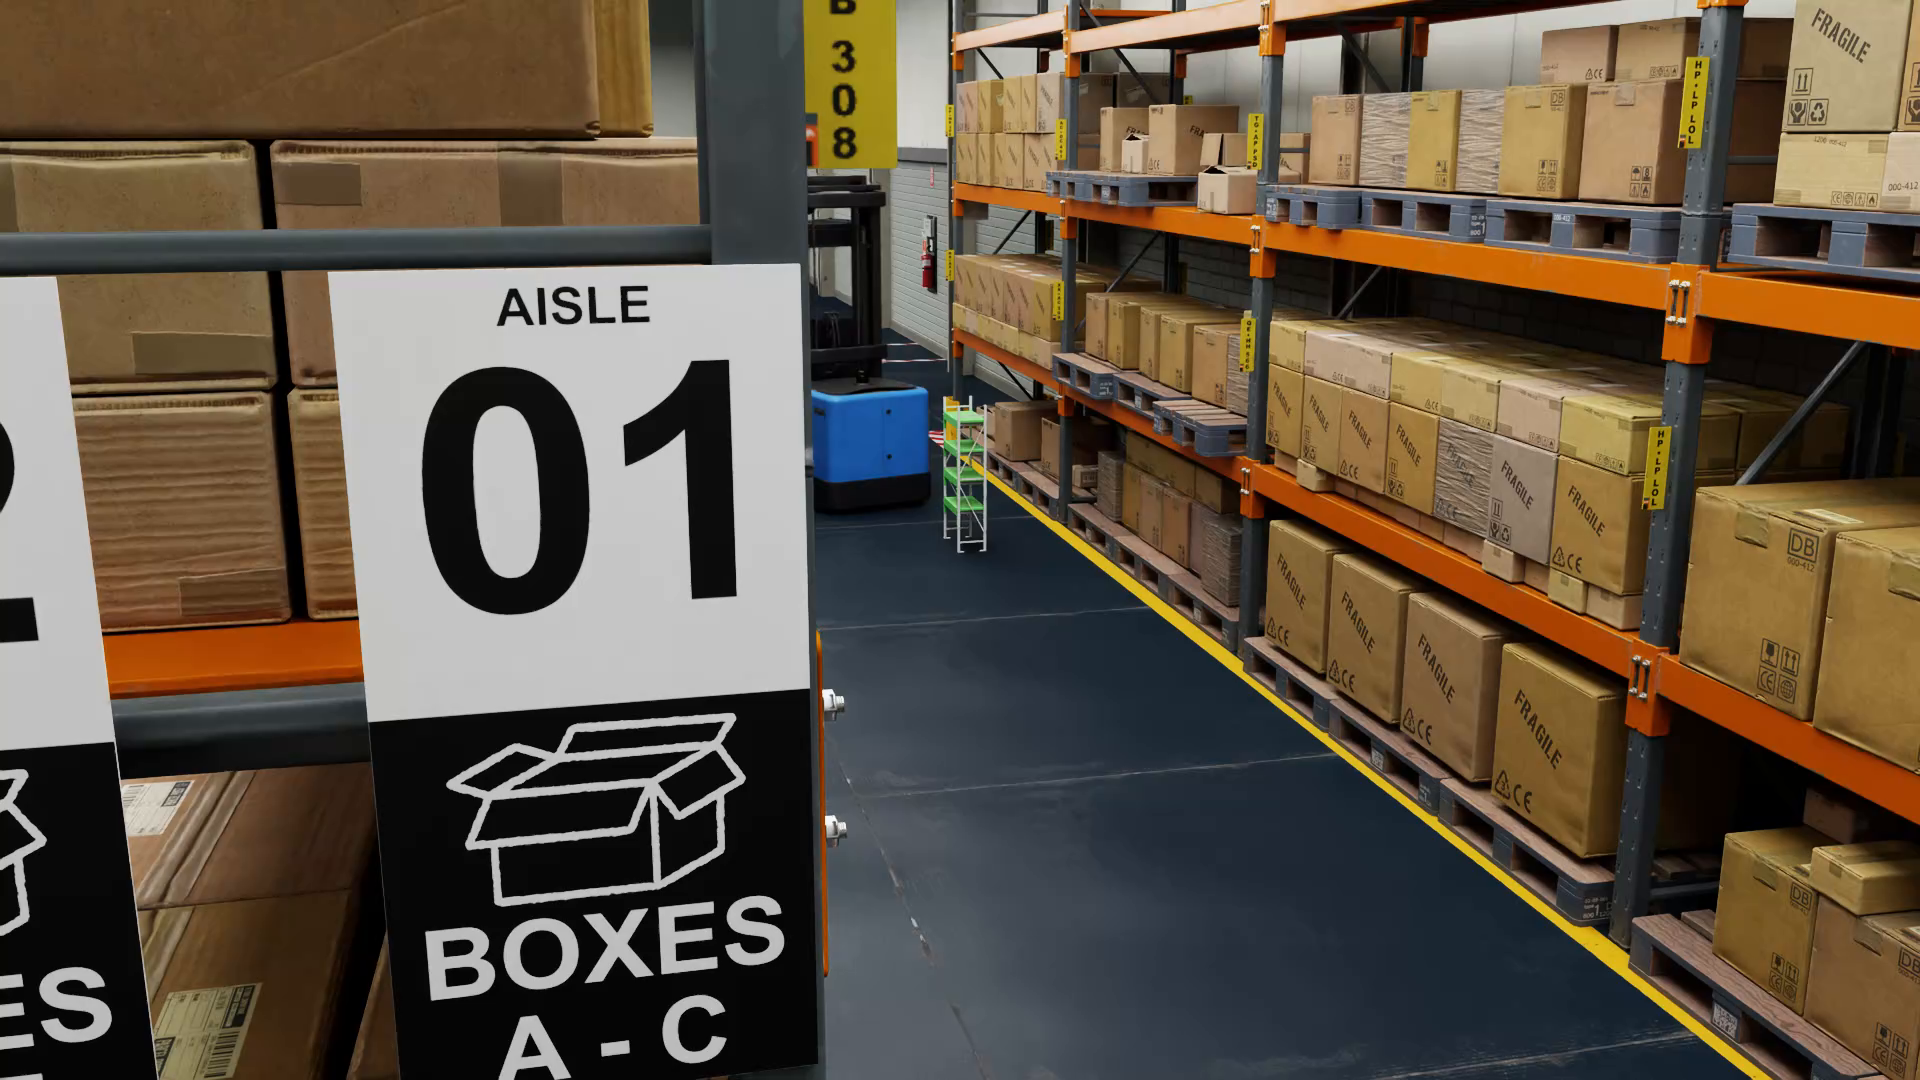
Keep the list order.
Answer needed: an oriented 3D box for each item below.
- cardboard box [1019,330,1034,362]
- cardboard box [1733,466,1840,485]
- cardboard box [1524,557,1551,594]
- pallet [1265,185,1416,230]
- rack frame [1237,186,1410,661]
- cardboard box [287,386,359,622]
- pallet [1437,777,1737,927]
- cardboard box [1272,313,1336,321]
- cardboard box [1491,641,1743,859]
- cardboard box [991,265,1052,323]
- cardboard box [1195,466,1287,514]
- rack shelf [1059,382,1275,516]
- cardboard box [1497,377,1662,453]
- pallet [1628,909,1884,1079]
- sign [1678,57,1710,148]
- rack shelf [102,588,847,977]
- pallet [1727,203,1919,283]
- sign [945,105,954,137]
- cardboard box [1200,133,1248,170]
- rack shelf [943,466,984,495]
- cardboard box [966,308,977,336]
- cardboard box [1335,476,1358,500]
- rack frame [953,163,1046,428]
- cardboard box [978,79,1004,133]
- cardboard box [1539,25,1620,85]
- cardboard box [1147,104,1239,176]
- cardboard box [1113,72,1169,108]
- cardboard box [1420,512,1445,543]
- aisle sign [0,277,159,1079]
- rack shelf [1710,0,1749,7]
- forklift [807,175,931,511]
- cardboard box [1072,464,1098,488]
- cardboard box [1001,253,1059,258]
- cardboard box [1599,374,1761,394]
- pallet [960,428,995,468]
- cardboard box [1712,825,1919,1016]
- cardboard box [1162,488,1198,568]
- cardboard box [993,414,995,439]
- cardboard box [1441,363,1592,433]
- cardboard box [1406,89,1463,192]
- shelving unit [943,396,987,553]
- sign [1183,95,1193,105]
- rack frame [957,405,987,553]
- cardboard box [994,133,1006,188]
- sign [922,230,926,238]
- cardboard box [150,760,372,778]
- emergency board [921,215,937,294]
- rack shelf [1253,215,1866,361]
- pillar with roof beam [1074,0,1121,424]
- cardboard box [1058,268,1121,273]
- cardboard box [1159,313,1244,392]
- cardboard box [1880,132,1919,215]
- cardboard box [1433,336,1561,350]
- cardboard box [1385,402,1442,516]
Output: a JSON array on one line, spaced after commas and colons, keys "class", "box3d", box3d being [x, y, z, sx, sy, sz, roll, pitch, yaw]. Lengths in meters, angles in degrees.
[{"class": "cardboard box", "box3d": [0.847, -1.777, 15.154, 0.500, 0.250, 0.500, -3, 14, -13]}, {"class": "cardboard box", "box3d": [3.378, -0.110, 7.176, 0.500, 0.500, 0.500, -4, 14, -15]}, {"class": "cardboard box", "box3d": [2.787, 0.144, 7.504, 0.380, 0.149, 0.250, -3, 14, -11]}, {"class": "pallet", "box3d": [2.504, -1.929, 9.582, 1.213, 0.211, 1.003, -3, 14, -11]}, {"class": "rack frame", "box3d": [2.301, -0.710, 10.511, 1.000, 3.000, 0.127, -3, 14, -13]}, {"class": "cardboard box", "box3d": [-0.508, -0.104, 2.028, 0.500, 0.250, 0.500, -3, 14, -13]}, {"class": "pallet", "box3d": [2.986, 1.394, 7.776, 1.003, 0.211, 1.213, -3, 14, -13]}, {"class": "cardboard box", "box3d": [2.191, -1.365, 10.689, 0.380, 0.149, 0.250, -5, 15, -21]}, {"class": "cardboard box", "box3d": [2.962, 0.911, 7.523, 0.750, 0.750, 0.750, -3, 14, -13]}, {"class": "cardboard box", "box3d": [0.597, -2.377, 16.029, 0.500, 0.500, 0.500, -3, 14, -11]}, {"class": "cardboard box", "box3d": [2.009, -0.371, 11.887, 0.500, 0.250, 0.500, -3, 14, -12]}, {"class": "rack shelf", "box3d": [1.832, -0.821, 12.485, 1.077, 0.370, 4.000, -3, 14, -13]}, {"class": "cardboard box", "box3d": [2.772, -0.566, 7.463, 0.500, 0.250, 0.500, -3, 14, -12]}, {"class": "pallet", "box3d": [3.343, 1.748, 6.329, 1.003, 0.211, 1.213, -3, 14, -13]}, {"class": "sign", "box3d": [2.715, -1.615, 6.146, 0.100, 0.325, 0.005, -3, 14, -13]}, {"class": "rack shelf", "box3d": [-1.104, -0.156, 3.441, 1.077, 0.370, 4.000, -3, 14, -13]}, {"class": "pallet", "box3d": [3.423, -1.012, 5.614, 1.003, 0.211, 1.213, -3, 14, -13]}, {"class": "sign", "box3d": [-0.105, -4.407, 17.482, 0.100, 0.325, 0.005, -3, 14, -13]}, {"class": "cardboard box", "box3d": [2.087, -2.531, 11.386, 0.797, 0.503, 0.637, -1, 14, -5]}, {"class": "rack shelf", "box3d": [0.039, -0.483, 13.644, 0.258, 0.148, 0.480, -3, 14, -13]}, {"class": "cardboard box", "box3d": [0.364, -2.243, 17.060, 0.500, 0.250, 0.500, -4, 14, -15]}, {"class": "cardboard box", "box3d": [2.363, -0.333, 9.455, 0.380, 0.149, 0.250, -3, 14, -14]}, {"class": "rack frame", "box3d": [0.422, -2.555, 18.065, 1.000, 3.000, 0.127, -3, 14, -13]}, {"class": "cardboard box", "box3d": [0.477, -4.218, 16.191, 0.500, 0.500, 0.500, -3, 14, -12]}, {"class": "cardboard box", "box3d": [3.017, -2.207, 7.604, 0.500, 0.250, 0.500, -4, 14, -15]}, {"class": "cardboard box", "box3d": [1.702, -2.927, 12.171, 0.500, 0.500, 0.500, -4, 14, -15]}, {"class": "cardboard box", "box3d": [1.524, -3.762, 14.327, 0.500, 0.500, 0.500, -3, 14, -12]}, {"class": "cardboard box", "box3d": [2.579, -0.094, 8.479, 0.380, 0.149, 0.250, -3, 14, -11]}, {"class": "aisle sign", "box3d": [-0.916, 0.183, 1.381, 0.394, 0.787, 0.004, -3, 14, -13]}, {"class": "rack shelf", "box3d": [3.710, -1.696, 4.266, 1.077, 0.370, 4.000, -3, 14, -13]}, {"class": "forklift", "box3d": [-1.440, -1.988, 15.887, 1.130, 2.935, 3.031, -8, 16, -29]}, {"class": "cardboard box", "box3d": [1.207, -0.591, 15.071, 0.380, 0.166, 0.250, -5, 15, -21]}, {"class": "cardboard box", "box3d": [0.740, -2.759, 17.595, 0.500, 0.500, 0.500, -3, 14, -14]}, {"class": "cardboard box", "box3d": [3.257, -0.595, 7.582, 0.500, 0.250, 0.500, -3, 14, -13]}, {"class": "pallet", "box3d": [0.597, -0.994, 17.549, 1.003, 0.211, 1.213, -3, 14, -13]}, {"class": "cardboard box", "box3d": [3.317, 1.402, 6.251, 0.700, 0.500, 0.500, -3, 14, -12]}, {"class": "cardboard box", "box3d": [1.929, -0.111, 12.399, 0.700, 0.500, 0.500, -3, 14, -13]}, {"class": "cardboard box", "box3d": [0.631, -1.167, 17.120, 0.500, 0.311, 0.500, -2, 14, -9]}, {"class": "cardboard box", "box3d": [2.652, -0.684, 7.945, 0.500, 0.250, 0.500, -3, 14, -12]}, {"class": "cardboard box", "box3d": [2.764, -2.073, 8.632, 0.700, 0.500, 0.500, -3, 14, -10]}, {"class": "shelving unit", "box3d": [0.039, -0.545, 13.628, 0.258, 1.200, 0.503, -3, 14, -13]}, {"class": "sign", "box3d": [1.900, -3.564, 13.954, 0.100, 0.325, 0.005, -3, 14, -13]}, {"class": "rack frame", "box3d": [0.096, -0.488, 13.398, 0.240, 1.200, 0.015, -3, 14, -13]}, {"class": "cardboard box", "box3d": [0.622, -3.612, 15.816, 0.500, 0.500, 0.500, -2, 14, -10]}, {"class": "sign", "box3d": [-0.562, -4.805, 26.081, 0.001, 0.109, 0.331, -3, 14, -13]}, {"class": "cardboard box", "box3d": [-1.252, 0.555, 3.016, 0.500, 0.500, 0.500, -3, 14, -12]}, {"class": "emergency board", "box3d": [-0.525, -4.398, 25.609, 0.194, 1.169, 0.643, -3, 14, -13]}, {"class": "rack shelf", "box3d": [2.771, -1.356, 8.352, 1.077, 0.370, 4.000, -3, 14, -13]}, {"class": "pillar with roof beam", "box3d": [-2.757, -5.116, 15.907, 9.100, 9.000, 0.400, -3, 14, -13]}, {"class": "cardboard box", "box3d": [1.225, -2.288, 15.667, 0.500, 0.500, 0.500, -3, 14, -12]}, {"class": "cardboard box", "box3d": [1.867, -1.366, 12.060, 0.700, 0.500, 0.500, -3, 14, -13]}, {"class": "cardboard box", "box3d": [3.252, -1.131, 5.137, 0.500, 0.250, 0.500, -4, 14, -14]}, {"class": "cardboard box", "box3d": [2.895, -0.948, 9.029, 0.500, 0.250, 0.500, -4, 14, -15]}, {"class": "cardboard box", "box3d": [2.526, -0.430, 8.489, 0.500, 0.500, 0.500, -3, 14, -12]}]
